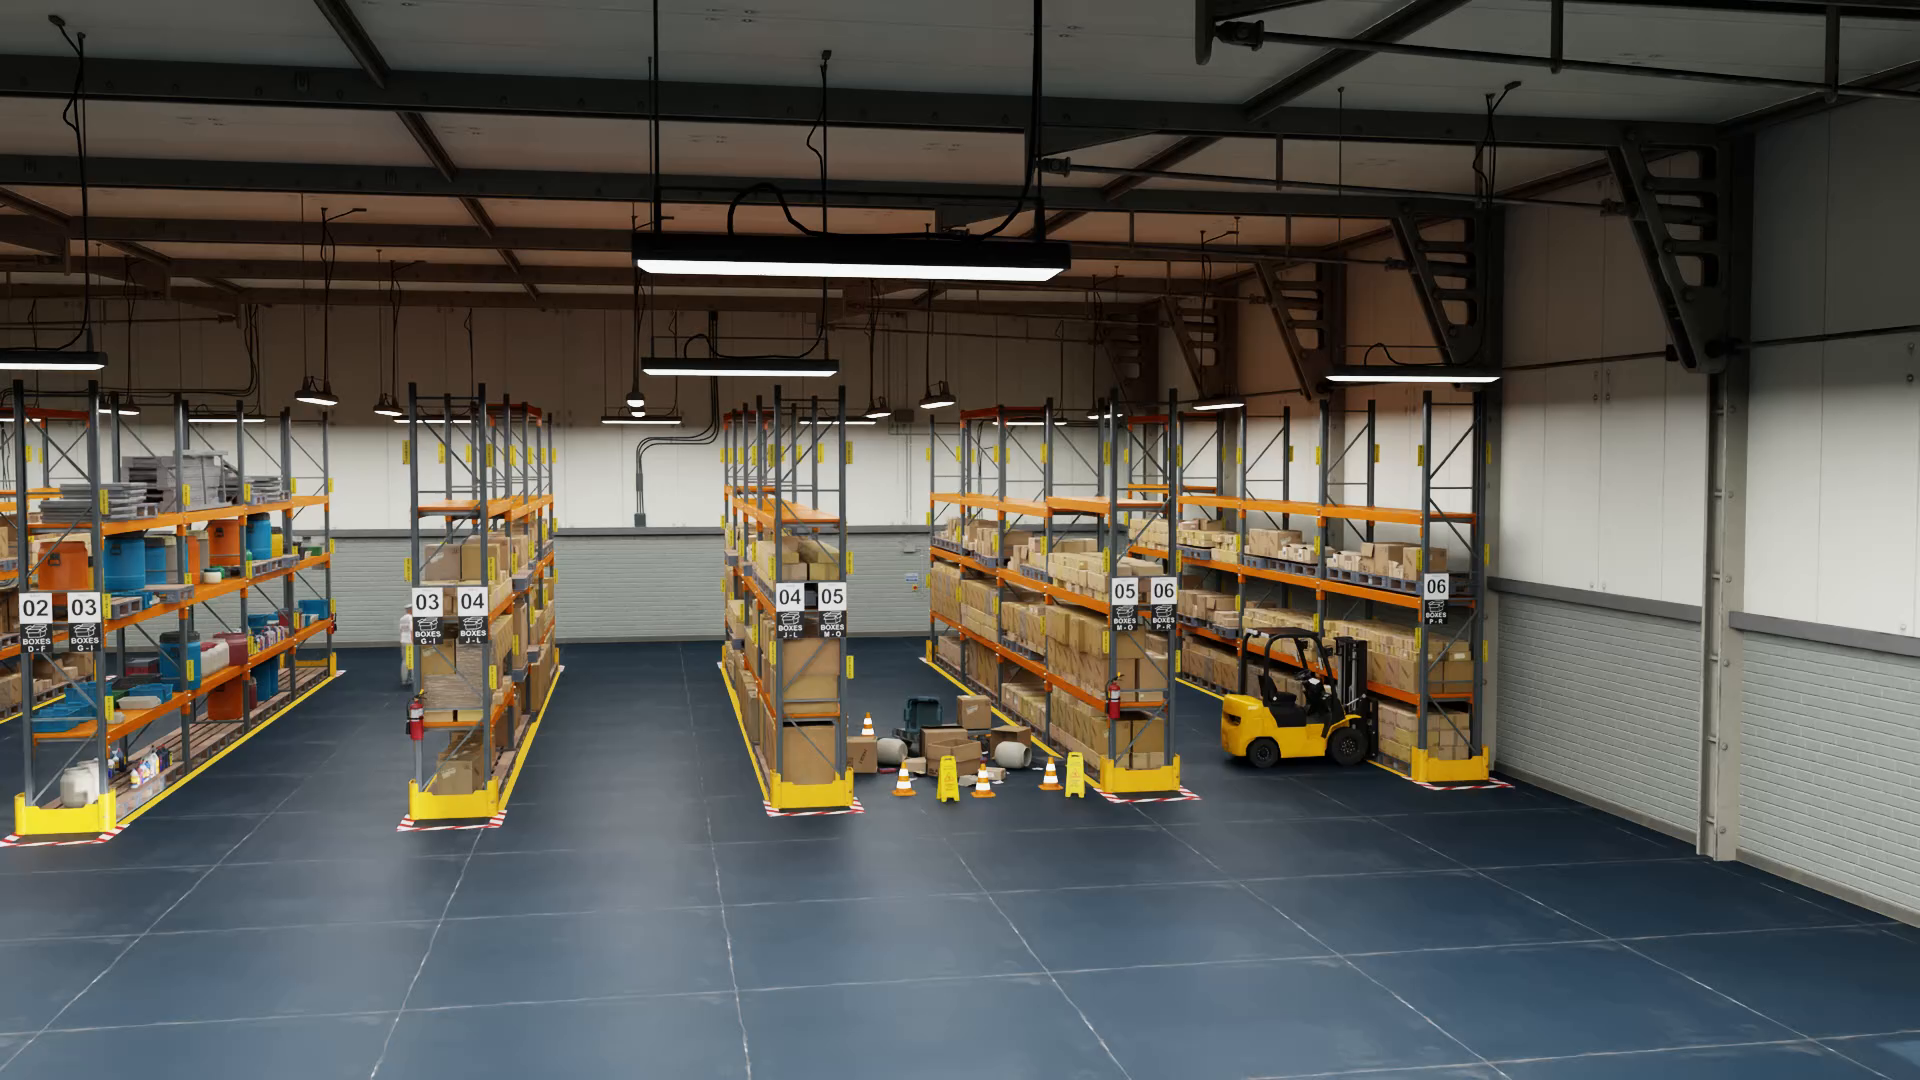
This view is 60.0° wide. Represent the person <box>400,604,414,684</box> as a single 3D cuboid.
[{"bbox_3d":[-12.054,2.286,36.428,0.561,1.791,0.552,1,3,13],"label":"person"}]
